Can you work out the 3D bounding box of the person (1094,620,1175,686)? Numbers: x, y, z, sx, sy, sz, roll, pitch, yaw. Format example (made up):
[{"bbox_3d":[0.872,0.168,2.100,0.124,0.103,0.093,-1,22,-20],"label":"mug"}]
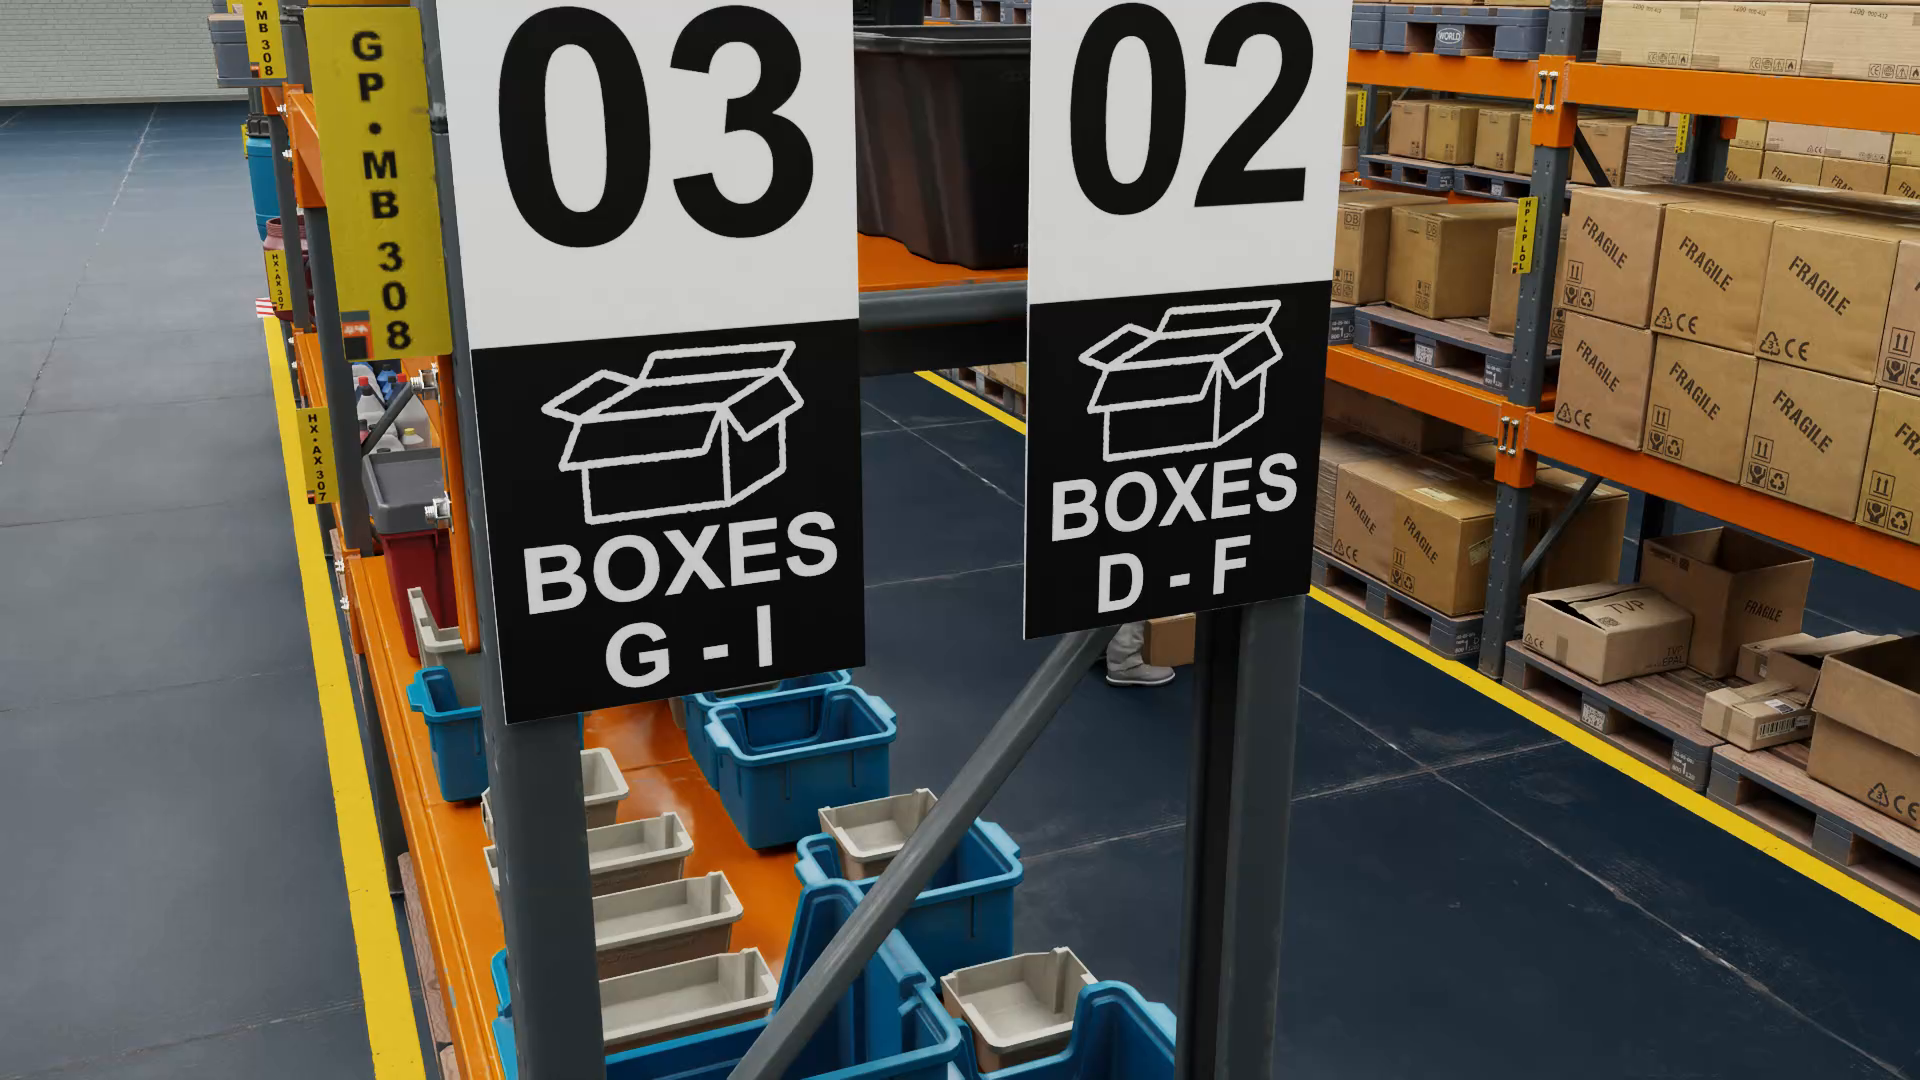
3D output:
[{"bbox_3d":[0.716,-0.212,7.678,0.437,1.747,0.584,-8,20,-23],"label":"person"}]
